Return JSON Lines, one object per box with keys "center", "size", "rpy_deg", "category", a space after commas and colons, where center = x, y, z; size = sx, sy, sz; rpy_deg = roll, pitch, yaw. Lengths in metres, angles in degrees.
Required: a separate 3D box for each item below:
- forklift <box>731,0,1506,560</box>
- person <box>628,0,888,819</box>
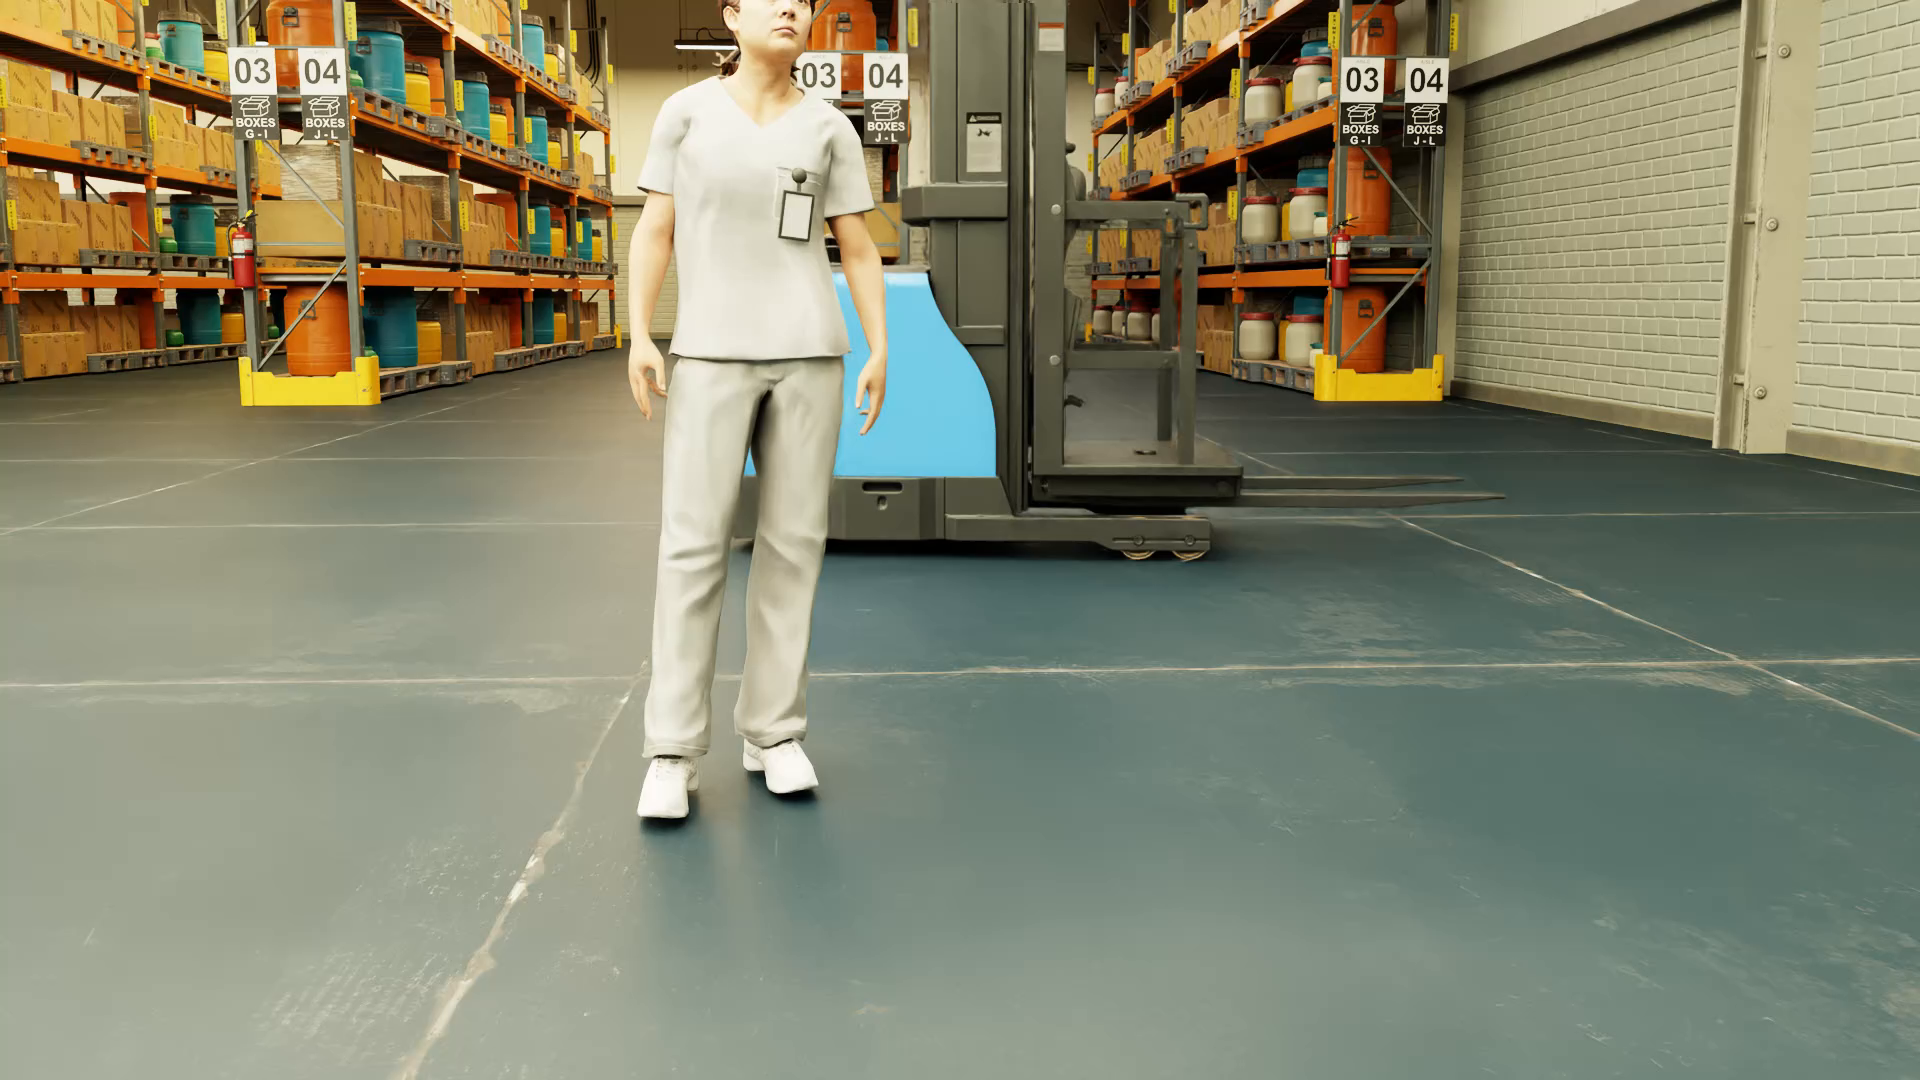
{"center": [0.607, -1.453, 6.619], "size": [3.031, 2.935, 1.130], "rpy_deg": [0, 8, 2], "category": "forklift"}
{"center": [-0.398, -0.334, 3.303], "size": [0.550, 1.673, 0.548], "rpy_deg": [-2, 9, -15], "category": "person"}
